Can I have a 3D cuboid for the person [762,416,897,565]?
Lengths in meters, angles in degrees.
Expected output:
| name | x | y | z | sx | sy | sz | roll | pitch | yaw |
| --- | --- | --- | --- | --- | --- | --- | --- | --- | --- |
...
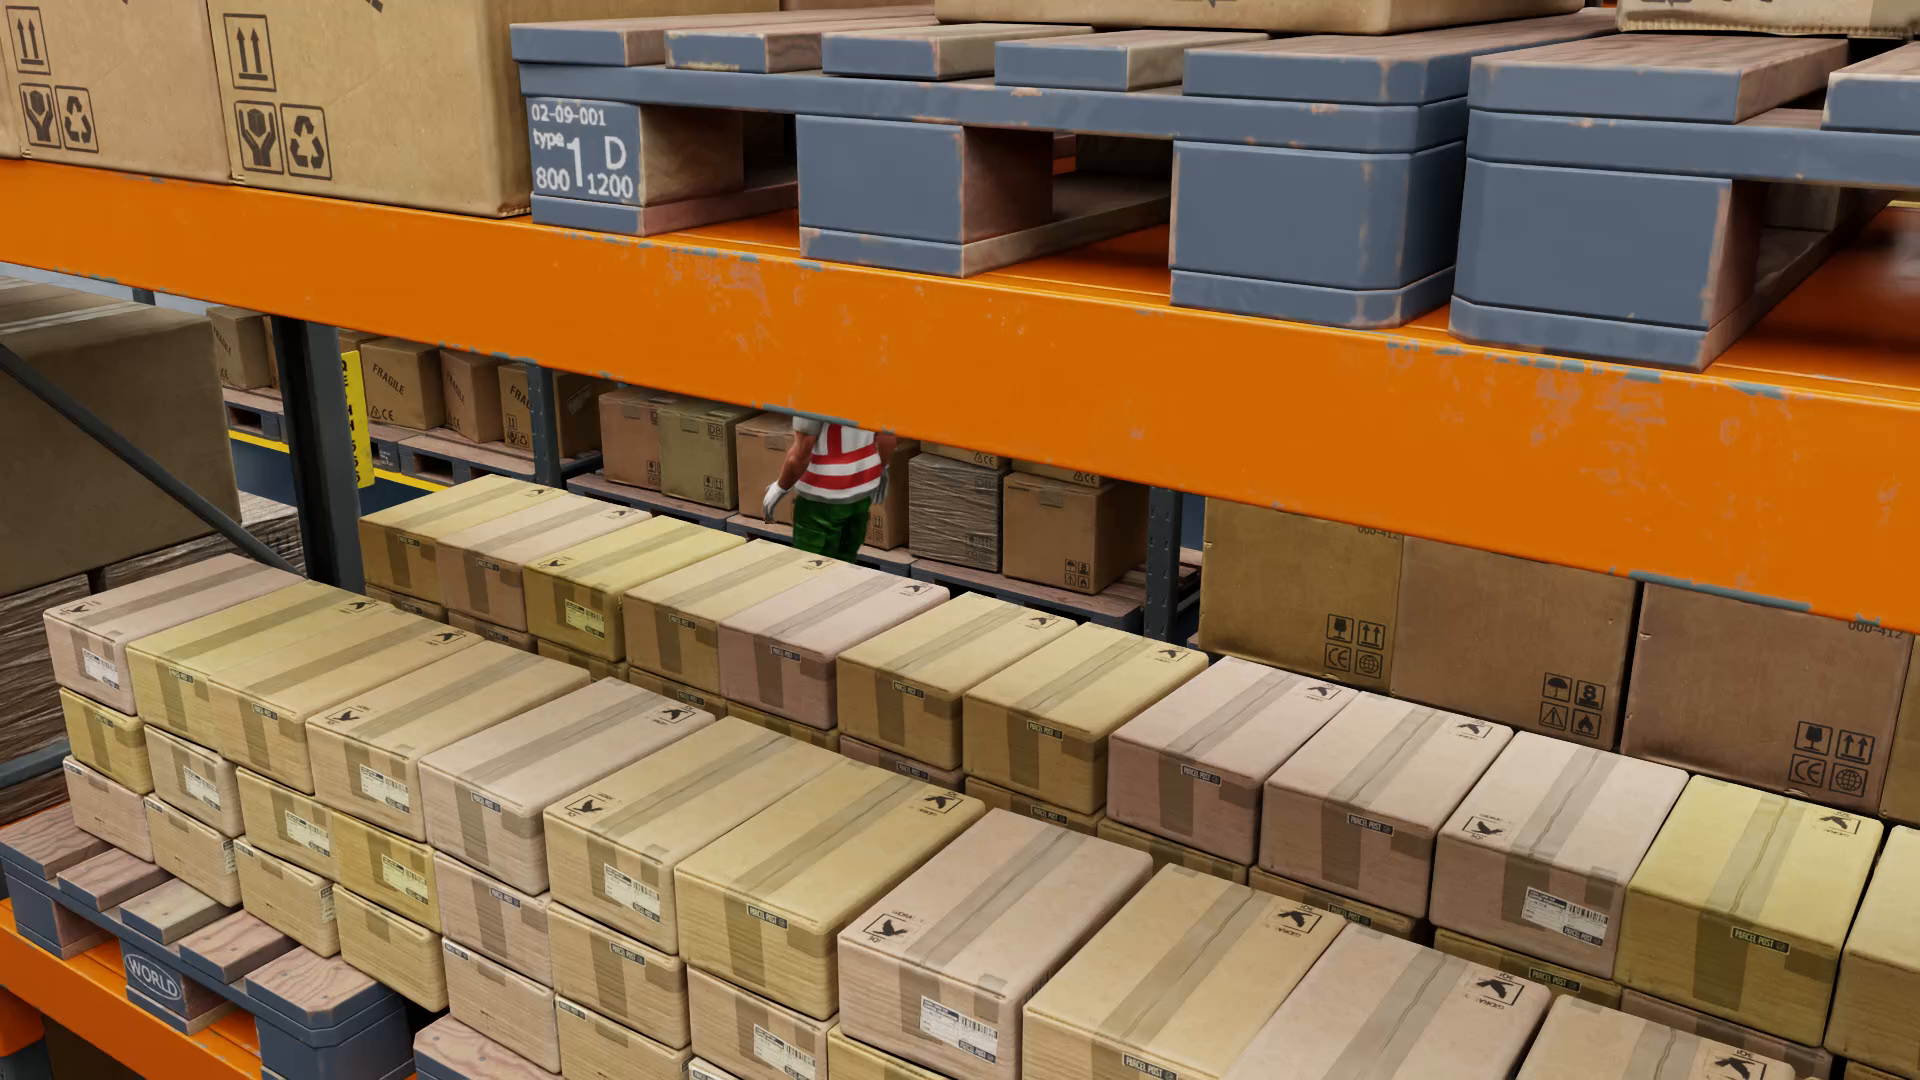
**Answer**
| name | x | y | z | sx | sy | sz | roll | pitch | yaw |
| --- | --- | --- | --- | --- | --- | --- | --- | --- | --- |
| person | -0.545 | -0.189 | 7.178 | 0.422 | 1.860 | 0.616 | 13 | 24 | 33 |
